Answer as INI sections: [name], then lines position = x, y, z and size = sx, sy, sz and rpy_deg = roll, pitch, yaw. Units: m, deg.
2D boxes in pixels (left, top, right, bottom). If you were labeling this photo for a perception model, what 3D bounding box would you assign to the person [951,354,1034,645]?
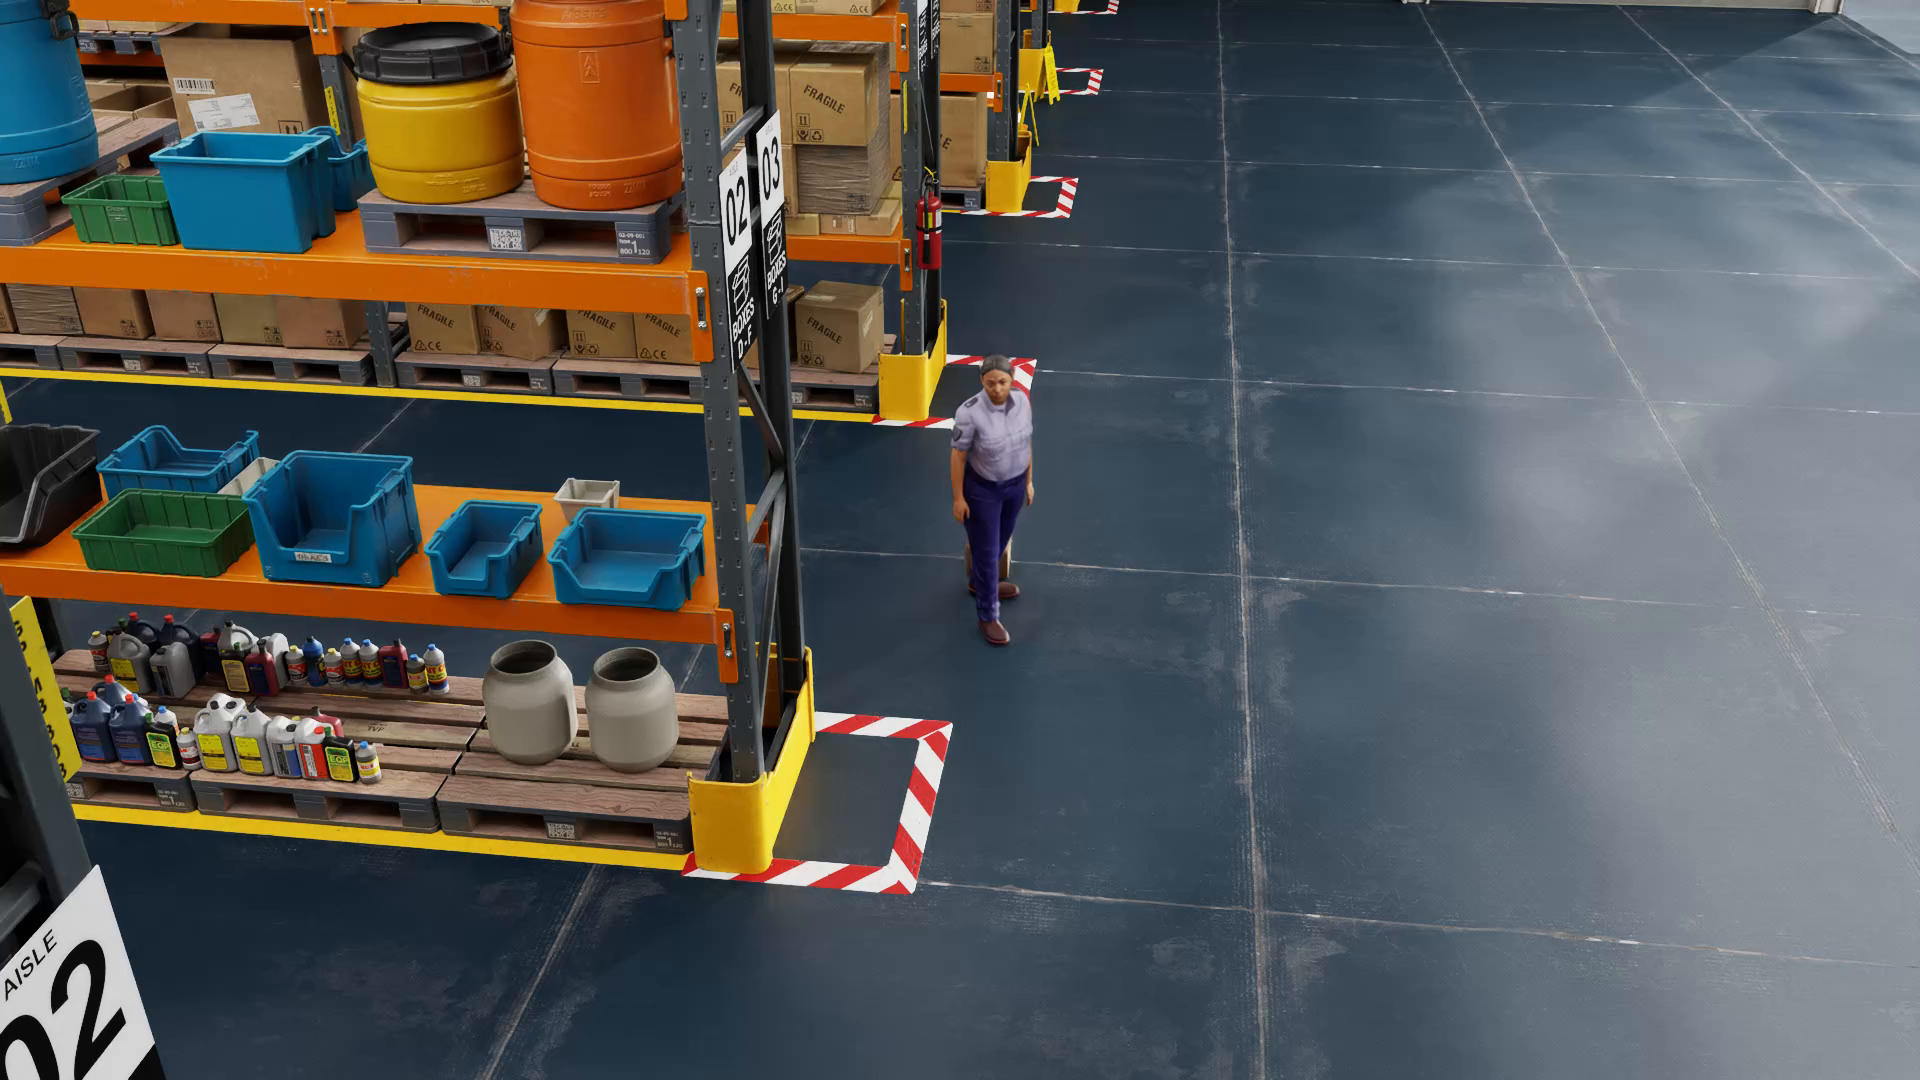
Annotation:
[person]
position = 0.190, -0.282, 9.156
size = 0.528, 1.638, 0.598
rpy_deg = -21, 35, -33
